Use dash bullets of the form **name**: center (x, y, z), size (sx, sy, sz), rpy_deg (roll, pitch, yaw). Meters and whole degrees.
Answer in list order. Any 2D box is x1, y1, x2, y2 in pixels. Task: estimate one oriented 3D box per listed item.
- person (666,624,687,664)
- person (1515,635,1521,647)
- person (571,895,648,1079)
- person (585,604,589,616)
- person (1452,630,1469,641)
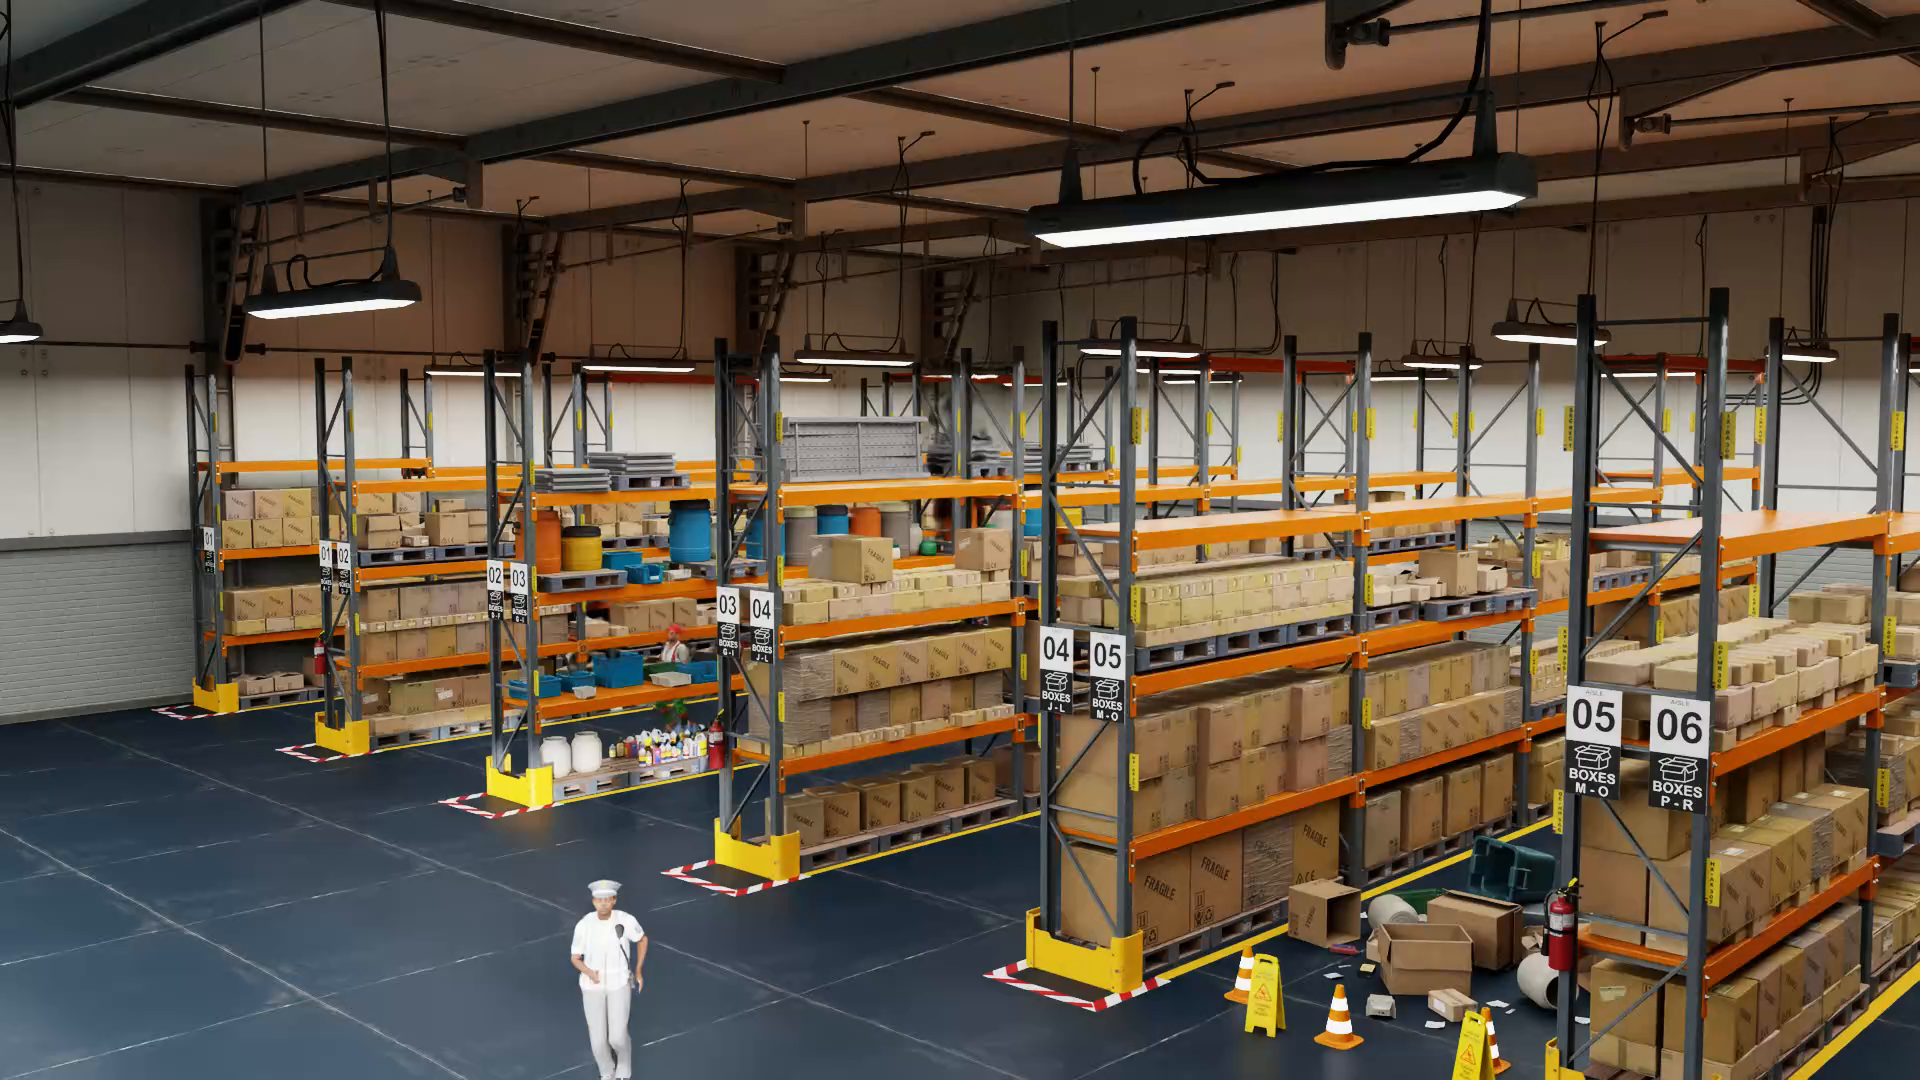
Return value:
- **person**: center (-4.573, 1.731, 26.574), size (0.639, 0.766, 0.506), rpy_deg (3, 5, 33)
- **person**: center (8.754, 2.310, 26.001), size (0.376, 1.675, 0.918), rpy_deg (4, 6, 41)
- **person**: center (-2.644, 3.379, 12.501), size (0.558, 1.589, 0.577), rpy_deg (0, 4, -6)
- **person**: center (-7.123, 1.570, 30.980), size (0.550, 0.830, 0.543), rpy_deg (3, 5, 33)
- **person**: center (9.530, 1.879, 31.465), size (0.725, 1.824, 0.721), rpy_deg (-4, 6, -39)
